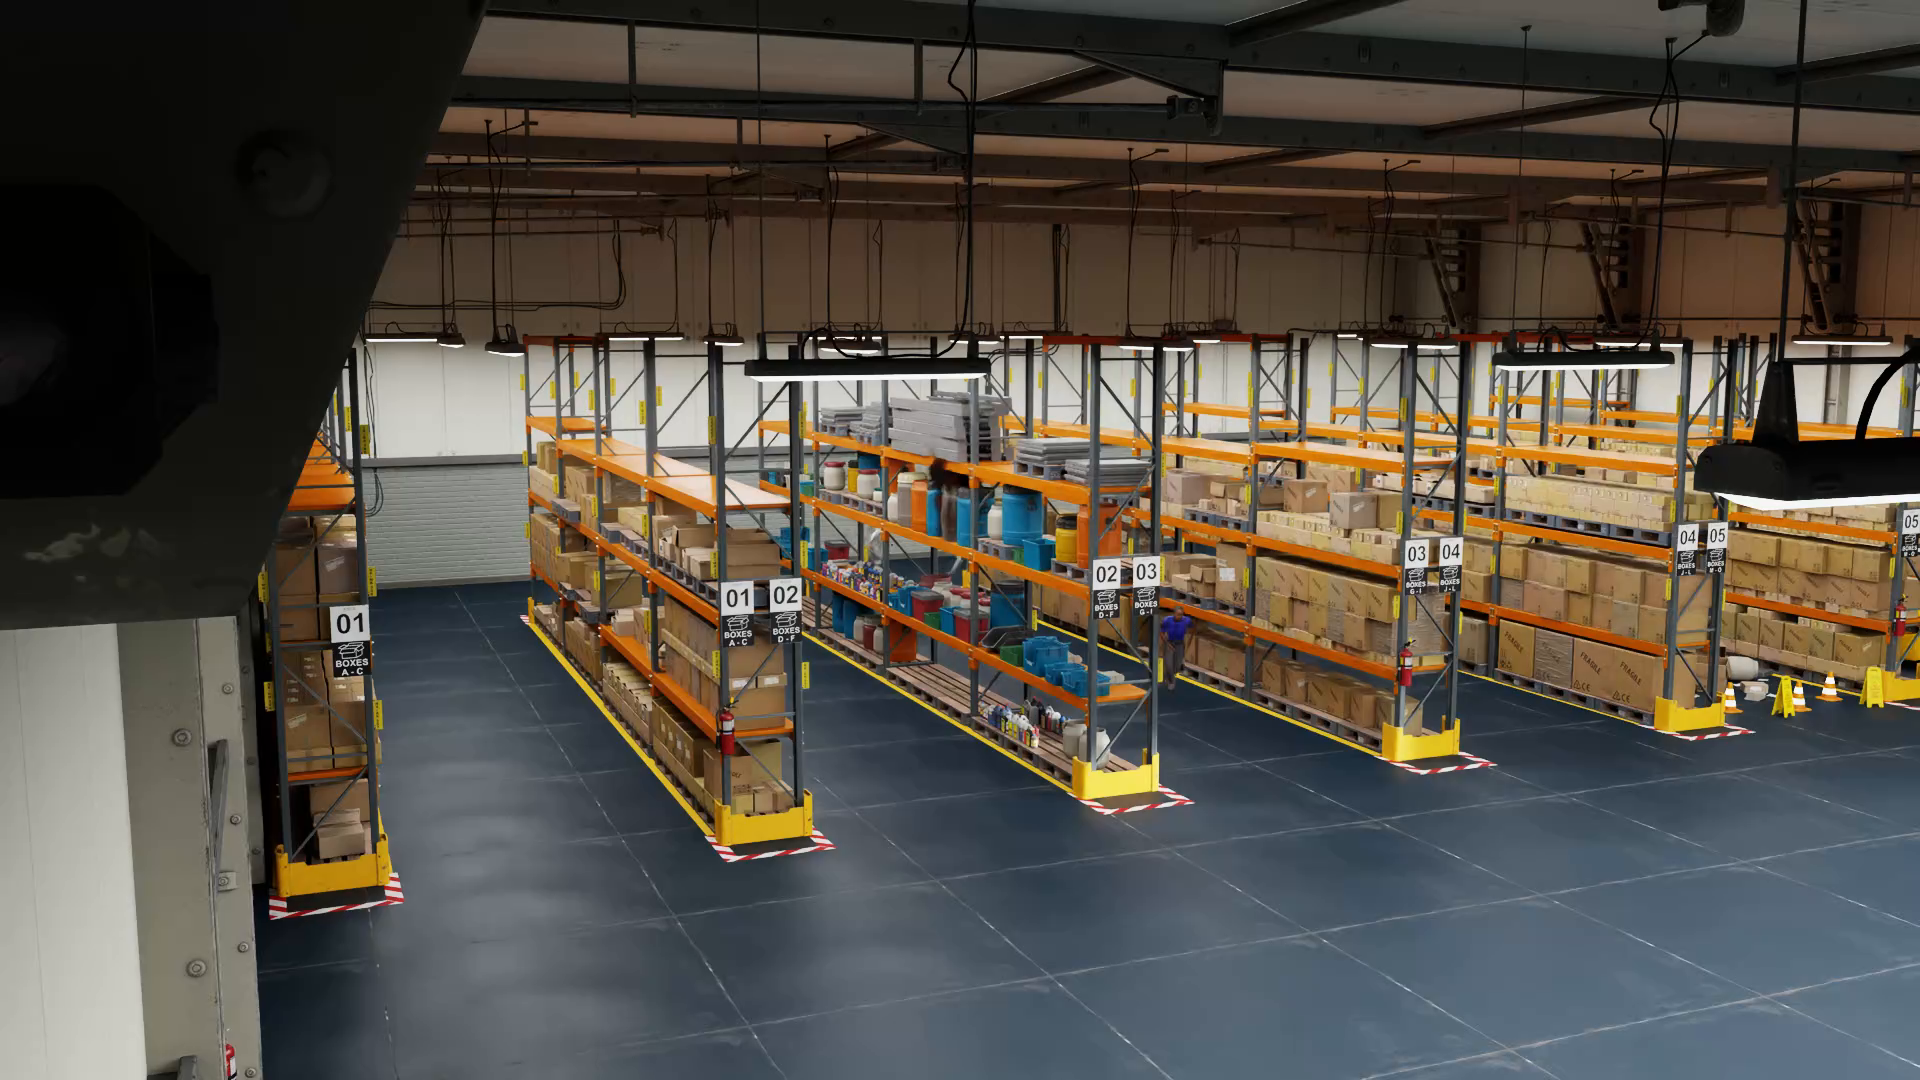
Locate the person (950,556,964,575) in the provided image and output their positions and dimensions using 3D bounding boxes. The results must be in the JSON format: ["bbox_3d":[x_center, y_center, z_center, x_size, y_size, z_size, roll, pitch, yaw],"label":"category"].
[{"bbox_3d":[0.153,0.098,41.004,0.661,1.591,0.790,-7,10,-42],"label":"person"}]

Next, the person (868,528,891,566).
[{"bbox_3d":[-1.987,0.267,40.103,0.659,1.519,0.512,-2,8,-13],"label":"person"}]

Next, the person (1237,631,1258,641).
[{"bbox_3d":[5.591,1.290,31.593,0.649,1.703,0.720,-6,10,-37],"label":"person"}]

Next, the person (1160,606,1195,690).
[{"bbox_3d":[3.545,1.742,27.172,0.592,1.454,0.751,-1,8,-5],"label":"person"}]
